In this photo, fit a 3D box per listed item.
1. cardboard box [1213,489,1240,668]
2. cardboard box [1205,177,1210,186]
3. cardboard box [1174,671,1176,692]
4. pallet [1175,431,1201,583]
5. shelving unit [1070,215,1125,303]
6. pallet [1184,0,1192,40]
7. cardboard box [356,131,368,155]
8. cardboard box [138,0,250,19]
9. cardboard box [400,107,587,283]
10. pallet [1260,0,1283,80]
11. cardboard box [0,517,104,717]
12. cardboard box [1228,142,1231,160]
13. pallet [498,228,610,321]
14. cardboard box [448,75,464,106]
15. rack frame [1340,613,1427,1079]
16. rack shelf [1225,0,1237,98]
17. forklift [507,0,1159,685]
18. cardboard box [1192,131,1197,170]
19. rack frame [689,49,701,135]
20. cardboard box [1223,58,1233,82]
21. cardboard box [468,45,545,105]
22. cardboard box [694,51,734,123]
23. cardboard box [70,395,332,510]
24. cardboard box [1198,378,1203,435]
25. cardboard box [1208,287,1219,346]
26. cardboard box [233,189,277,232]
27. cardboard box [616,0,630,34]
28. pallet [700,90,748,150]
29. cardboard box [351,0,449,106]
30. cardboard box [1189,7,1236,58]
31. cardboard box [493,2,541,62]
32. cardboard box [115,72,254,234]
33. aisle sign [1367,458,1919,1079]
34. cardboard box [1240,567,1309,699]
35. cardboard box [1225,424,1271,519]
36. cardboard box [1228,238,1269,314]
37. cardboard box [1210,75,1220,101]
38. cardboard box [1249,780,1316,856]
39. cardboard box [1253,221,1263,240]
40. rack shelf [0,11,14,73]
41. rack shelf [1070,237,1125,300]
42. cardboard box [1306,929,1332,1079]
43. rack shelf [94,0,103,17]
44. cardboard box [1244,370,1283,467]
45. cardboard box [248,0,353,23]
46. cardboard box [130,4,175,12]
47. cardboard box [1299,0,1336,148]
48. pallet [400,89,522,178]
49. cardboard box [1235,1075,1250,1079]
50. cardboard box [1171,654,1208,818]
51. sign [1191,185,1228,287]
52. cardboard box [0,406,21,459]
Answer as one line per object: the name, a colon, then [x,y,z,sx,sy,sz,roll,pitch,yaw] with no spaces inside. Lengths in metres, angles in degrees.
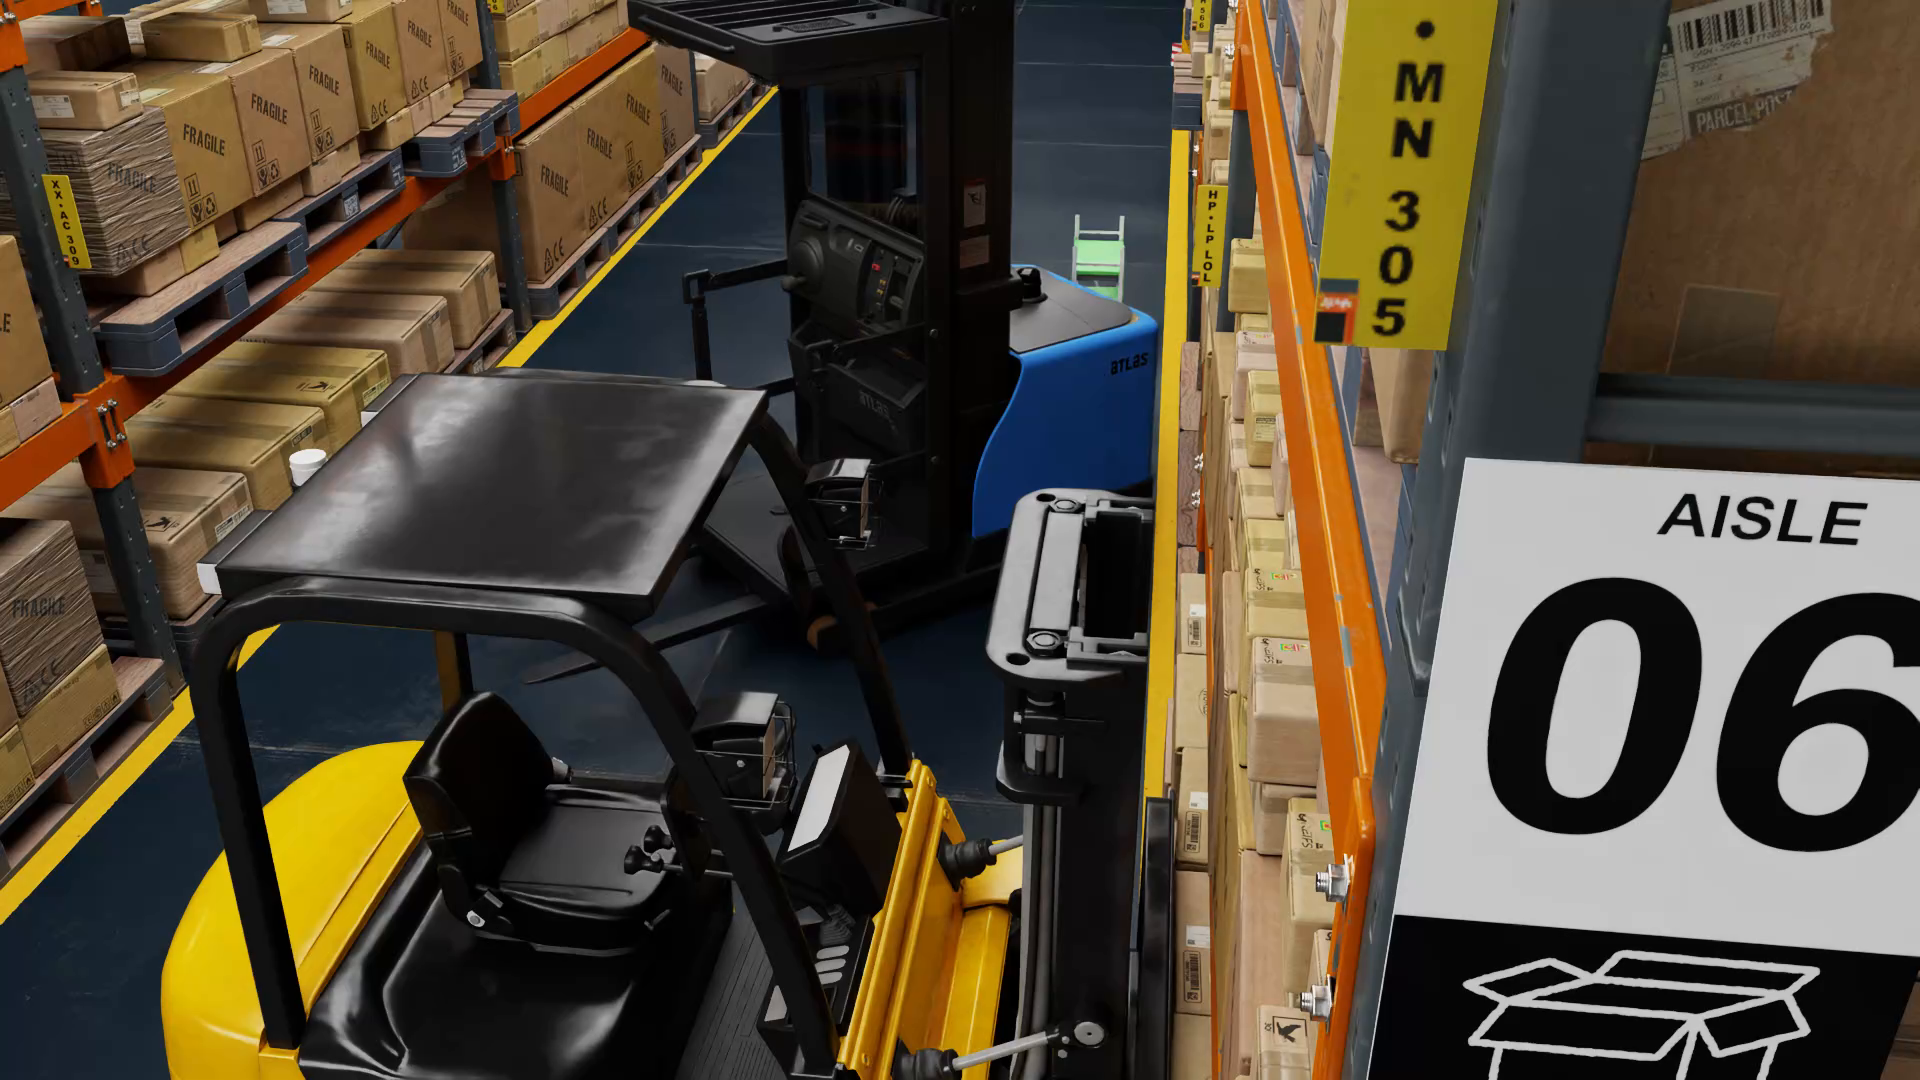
cardboard box: [0.903,0.186,4.138,0.500,0.500,0.500,3,28,6]
cardboard box: [1.396,-1.592,7.700,0.500,0.250,0.500,2,28,5]
cardboard box: [0.960,0.567,5.465,0.500,0.250,0.500,3,28,6]
pallet: [1.524,-0.146,7.799,1.003,0.211,1.213,3,28,6]
shelving unit: [0.667,-0.950,8.248,0.258,1.200,0.503,2,28,4]
pallet: [2.099,-3.760,11.769,1.003,0.211,1.213,3,28,6]
cardboard box: [-3.080,-1.914,7.962,0.380,0.149,0.250,4,29,7]
cardboard box: [-3.512,-2.284,7.965,0.500,0.500,0.500,4,29,7]
cardboard box: [-2.944,-2.188,10.446,0.875,0.875,0.875,3,28,6]
pallet: [1.246,-1.327,3.982,1.003,0.211,1.213,3,28,6]
cardboard box: [-3.408,0.254,5.781,0.500,0.500,0.500,3,28,5]
cardboard box: [1.238,-1.438,6.467,0.380,0.149,0.250,3,28,5]
pallet: [-2.940,-1.757,10.789,1.003,0.211,1.213,3,28,6]
cardboard box: [-2.879,-2.394,8.853,0.380,0.149,0.250,4,29,7]
rack frame: [0.835,1.434,1.925,1.000,3.000,0.127,3,28,6]
rack shelf: [1.570,-2.394,6.627,1.077,0.370,4.000,3,28,6]
forklift: [-0.604,-1.096,6.694,3.031,2.935,1.130,-19,33,-31]
cardboard box: [2.023,-3.084,12.505,0.500,0.500,0.500,5,29,8]
rack frame: [-2.621,-4.501,12.942,1.000,3.000,0.127,3,28,6]
cardboard box: [1.427,-2.156,7.801,0.380,0.149,0.250,4,29,7]
cardboard box: [-2.802,-2.768,9.883,0.500,0.250,0.500,3,28,5]
cardboard box: [-2.438,-3.847,13.987,0.875,0.438,0.875,3,28,5]
cardboard box: [-3.455,-0.349,7.563,0.950,0.372,0.625,5,29,9]
cardboard box: [1.653,-0.870,8.264,0.875,0.625,0.625,4,29,8]
cardboard box: [1.132,-0.849,5.794,0.500,0.250,0.500,3,28,5]
cardboard box: [-3.149,-1.425,7.055,0.380,0.149,0.250,4,29,7]
cardboard box: [-2.570,-3.733,11.675,0.500,0.250,0.500,3,28,5]
pallet: [-2.450,-3.627,14.260,1.003,0.211,1.213,3,28,6]
cardboard box: [-2.944,-2.504,8.373,0.500,0.500,0.500,3,28,5]
cardboard box: [1.623,-2.966,9.808,0.500,0.250,0.500,2,28,4]
cardboard box: [-2.804,-2.997,9.780,0.500,0.250,0.500,3,28,6]
cardboard box: [-3.199,-1.535,6.575,0.500,0.500,0.500,3,29,6]
aisle sign: [0.536,0.304,1.283,0.394,0.787,0.004,3,28,6]
cardboard box: [0.727,0.186,3.139,0.380,0.149,0.250,4,29,7]
cardboard box: [0.853,-0.162,4.099,0.380,0.149,0.250,3,28,6]
cardboard box: [0.992,-0.776,4.926,0.380,0.149,0.250,4,29,7]
cardboard box: [1.456,-2.055,8.034,0.500,0.250,0.500,4,29,8]
cardboard box: [0.721,0.440,2.981,0.380,0.149,0.250,2,28,5]
cardboard box: [1.147,-0.952,5.565,0.380,0.149,0.250,4,29,8]
rack shelf: [-3.847,-0.798,3.664,1.077,0.370,4.000,3,28,6]
rack shelf: [0.667,-1.316,8.050,0.258,0.148,0.480,2,28,4]
cardboard box: [0.669,0.675,2.232,0.380,0.149,0.250,3,28,6]
rack shelf: [-7.301,-5.366,15.306,1.077,0.370,4.000,3,28,6]
cardboard box: [0.888,-0.289,4.020,0.380,0.149,0.250,3,28,5]
cardboard box: [-3.032,-2.477,7.640,0.380,0.149,0.250,2,28,4]
cardboard box: [-7.599,-4.968,15.745,0.380,0.149,0.250,4,29,7]
cardboard box: [0.872,-0.858,2.364,0.700,0.500,0.500,4,29,7]
pallet: [-3.093,-2.192,8.859,1.213,0.211,1.003,3,28,6]
cardboard box: [0.635,1.143,2.360,0.500,0.500,0.500,3,28,5]
cardboard box: [0.882,0.586,4.901,0.500,0.250,0.500,3,28,6]
sign: [0.785,-0.951,5.214,0.100,0.325,0.005,3,28,6]
cardboard box: [-3.362,-0.338,5.480,0.380,0.149,0.250,4,29,7]
